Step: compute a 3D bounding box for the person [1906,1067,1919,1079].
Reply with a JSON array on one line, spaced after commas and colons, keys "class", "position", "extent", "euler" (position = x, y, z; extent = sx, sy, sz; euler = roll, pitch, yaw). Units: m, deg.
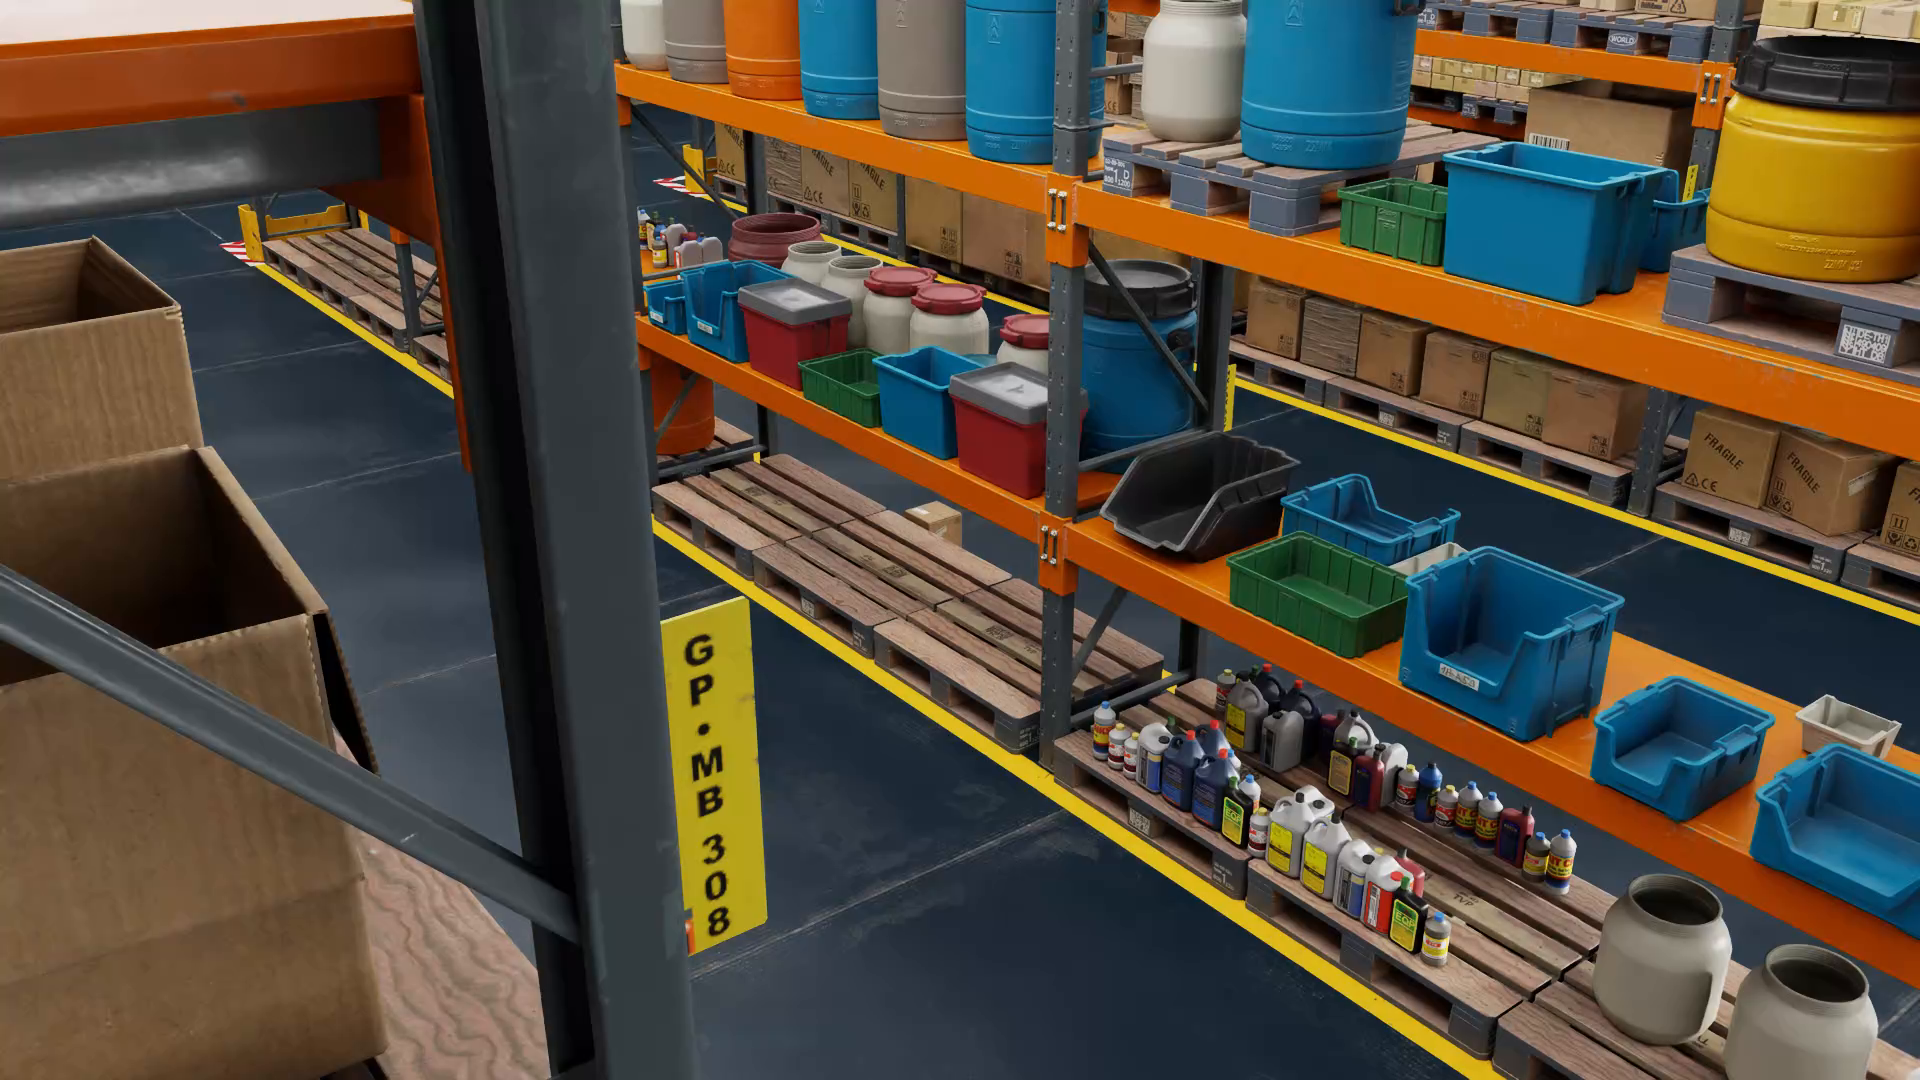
[{"class": "person", "position": [2.226, 1.926, 3.900], "extent": [1.054, 1.749, 0.570], "euler": [21, 32, 39]}]
